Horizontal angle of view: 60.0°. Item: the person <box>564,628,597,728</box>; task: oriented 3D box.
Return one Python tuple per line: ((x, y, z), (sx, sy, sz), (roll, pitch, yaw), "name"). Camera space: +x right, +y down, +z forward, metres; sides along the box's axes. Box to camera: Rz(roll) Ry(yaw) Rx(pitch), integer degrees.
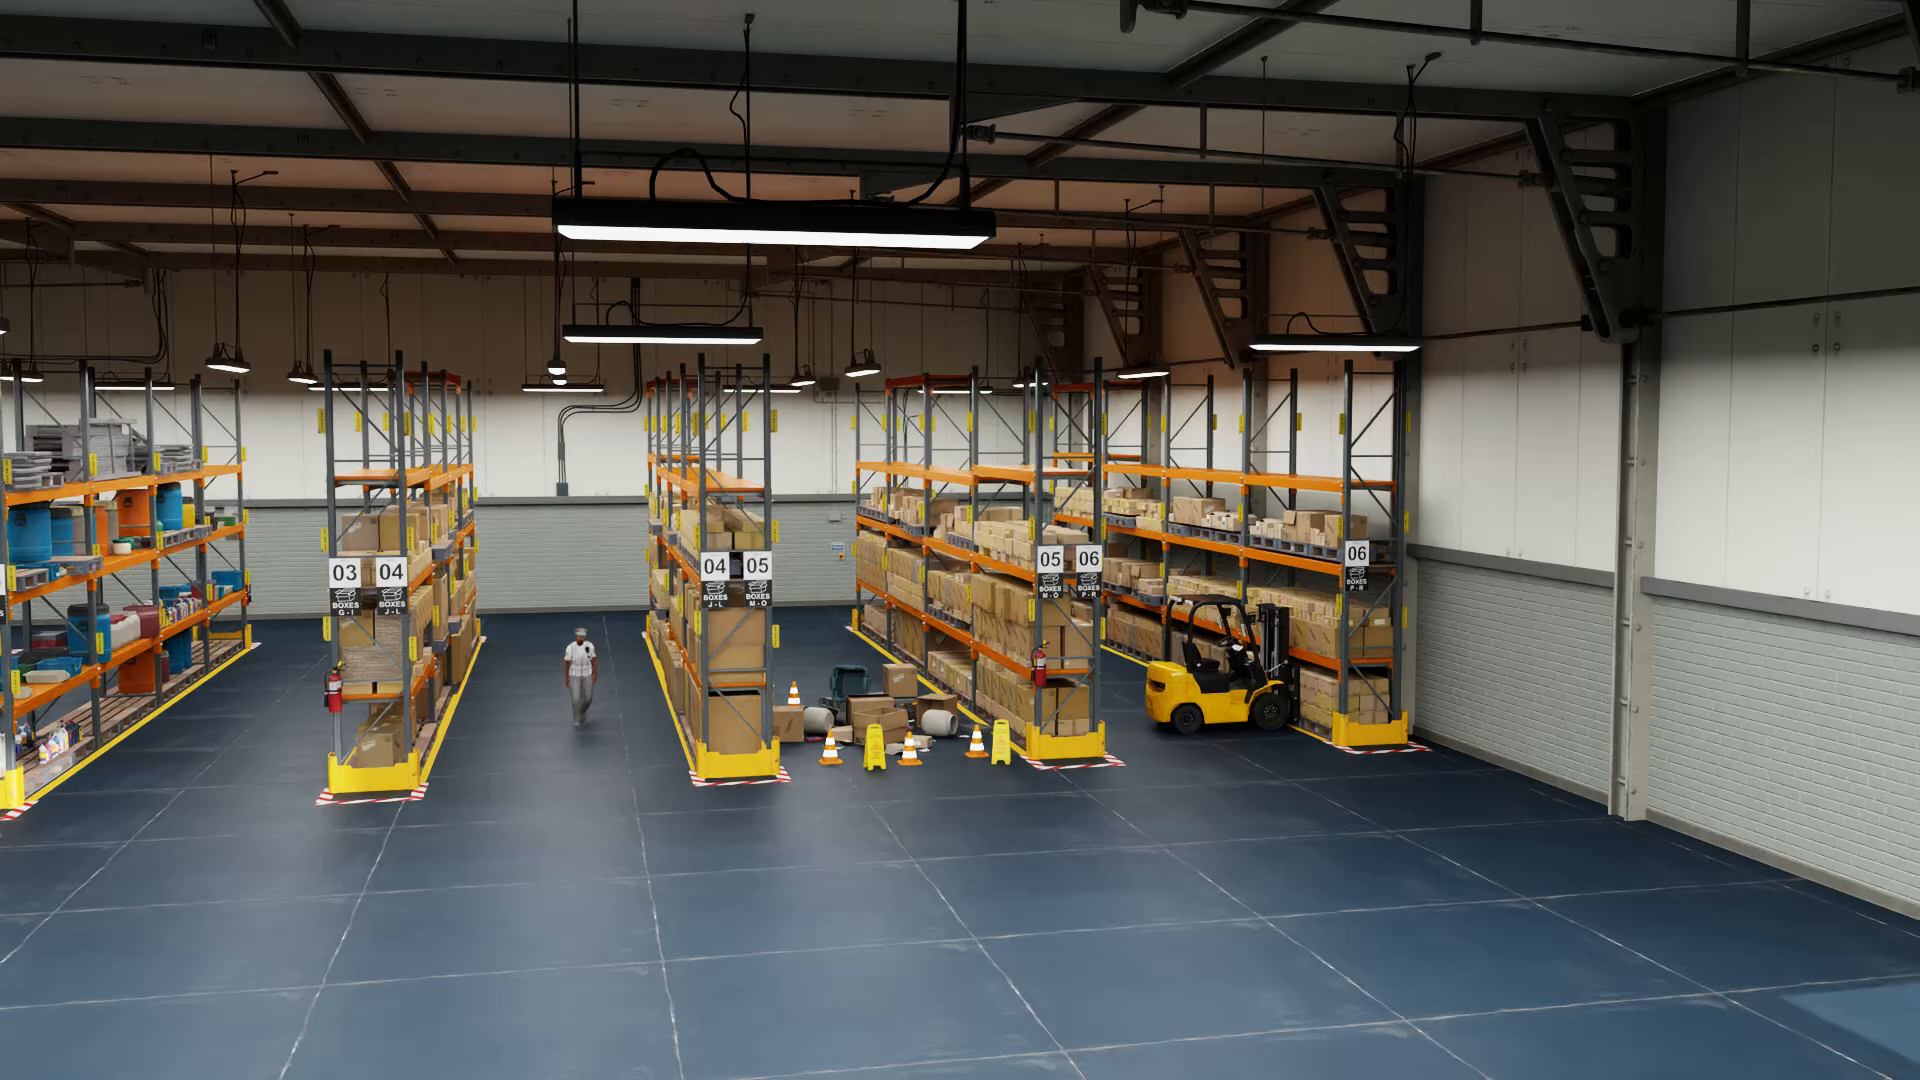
((-6.308, 2.264, 27.650), (0.540, 1.661, 0.534), (-1, 4, -16), "person")
